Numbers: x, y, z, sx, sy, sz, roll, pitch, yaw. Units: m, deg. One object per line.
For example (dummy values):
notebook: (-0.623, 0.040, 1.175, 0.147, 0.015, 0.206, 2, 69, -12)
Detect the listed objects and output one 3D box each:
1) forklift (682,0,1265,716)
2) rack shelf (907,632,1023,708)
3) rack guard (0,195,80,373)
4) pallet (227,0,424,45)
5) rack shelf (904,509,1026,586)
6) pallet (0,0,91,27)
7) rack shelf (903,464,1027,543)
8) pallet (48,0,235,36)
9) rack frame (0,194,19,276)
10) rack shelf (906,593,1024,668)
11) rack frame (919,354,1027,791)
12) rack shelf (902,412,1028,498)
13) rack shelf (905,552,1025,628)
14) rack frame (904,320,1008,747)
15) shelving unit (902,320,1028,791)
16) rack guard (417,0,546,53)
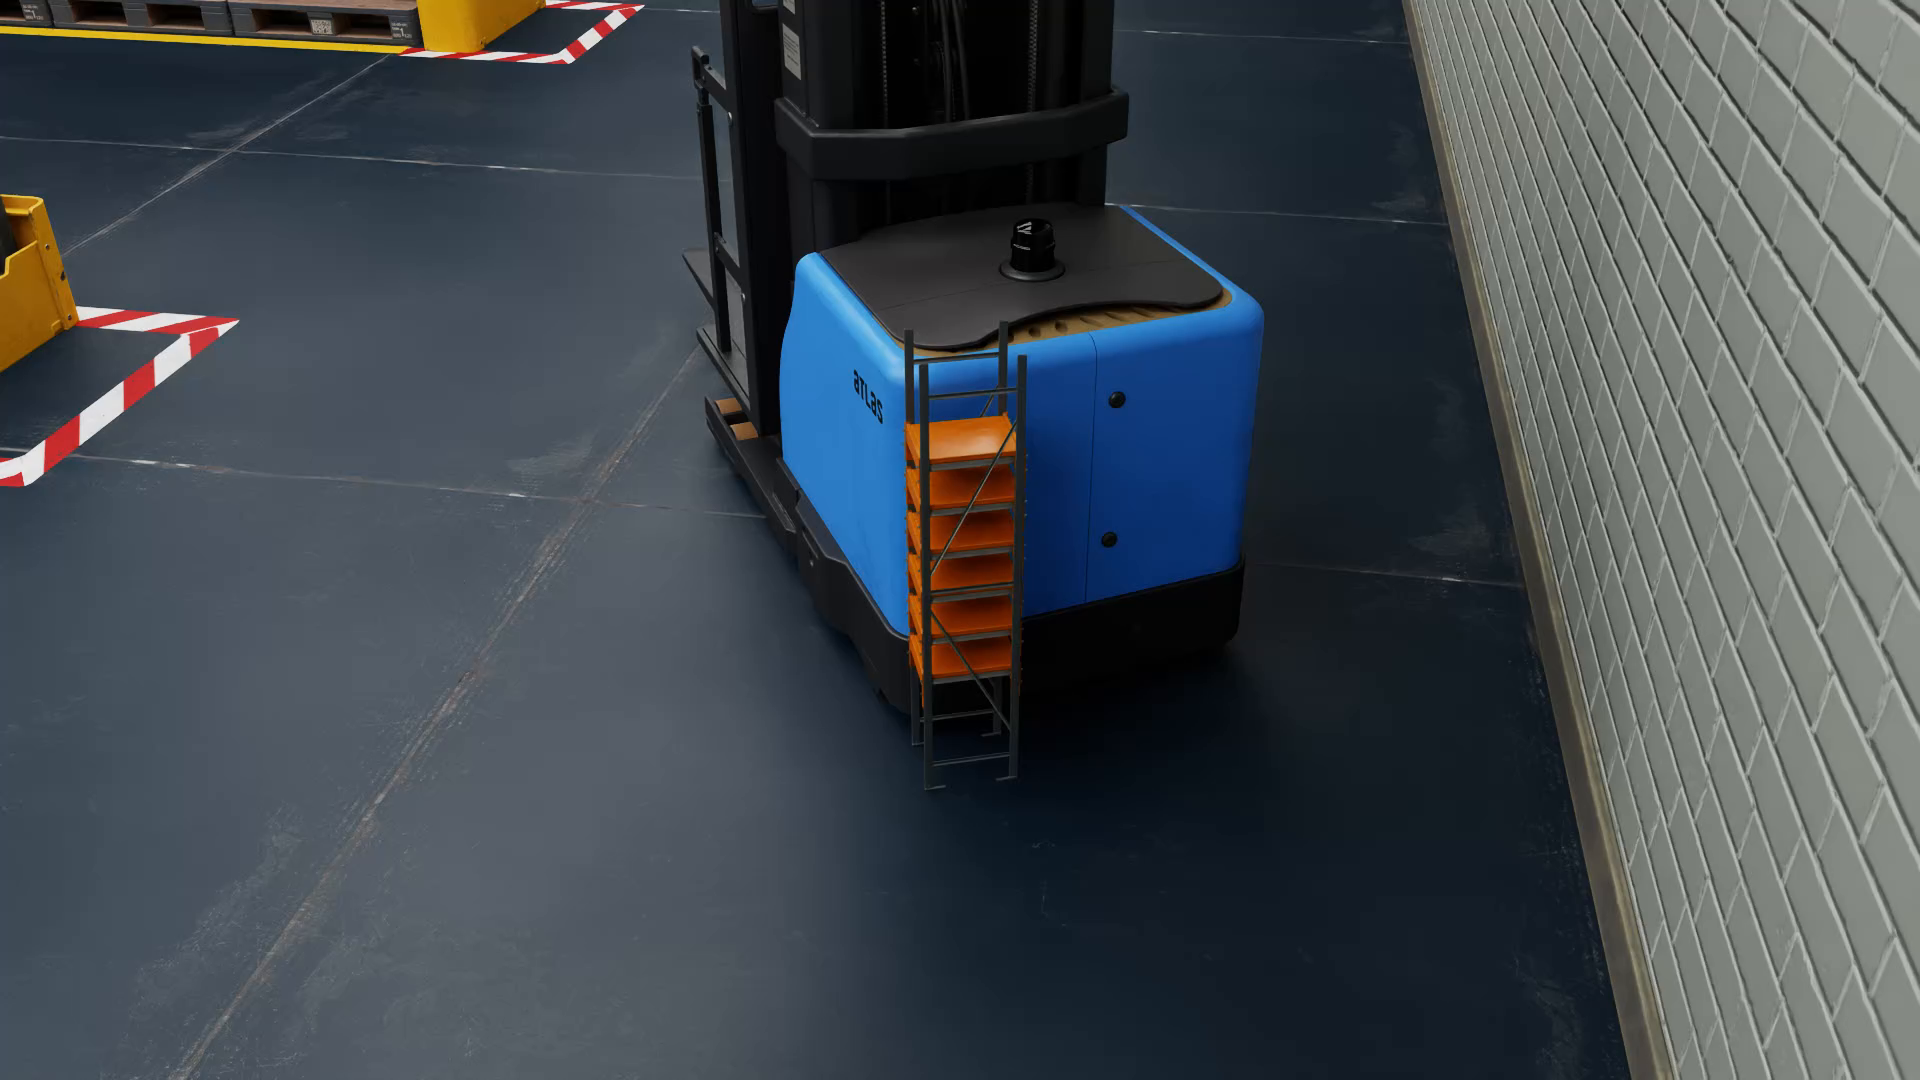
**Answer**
forklift: (-0.234, -1.548, 4.961, 1.130, 2.935, 3.031, -12, 34, -19)
rack shelf: (0.010, 0.310, 4.160, 0.258, 0.103, 0.180, -6, 33, -10)
rack guard: (-3.777, -0.817, 6.084, 0.348, 0.500, 1.175, 5, 32, 8)
pallet: (-3.774, -3.381, 10.452, 1.213, 0.211, 1.003, 5, 32, 8)
rack shelf: (0.010, 0.005, 3.969, 0.258, 0.103, 0.180, -6, 33, -10)
pallet: (-6.179, -3.599, 10.800, 1.213, 0.211, 1.003, 5, 32, 8)
rack shelf: (0.010, -0.097, 3.906, 0.258, 0.103, 0.180, -6, 33, -10)
pallet: (-4.973, -3.491, 10.628, 1.213, 0.211, 1.003, 5, 32, 8)
rack frame: (-3.800, -1.879, 5.424, 0.127, 3.000, 1.000, 5, 32, 8)
rack shelf: (0.010, 0.208, 4.097, 0.258, 0.103, 0.180, -6, 33, -10)
rack frame: (0.029, 0.116, 3.933, 0.240, 1.200, 0.006, -6, 33, -10)
rack shelf: (0.010, -0.199, 3.842, 0.258, 0.103, 0.180, -6, 33, -10)
rack shelf: (0.010, 0.106, 4.033, 0.258, 0.103, 0.180, -6, 33, -10)
rack frame: (-0.008, 0.021, 4.085, 0.240, 1.200, 0.006, -6, 33, -10)
shelving unit: (0.010, 0.069, 4.009, 0.258, 1.200, 0.189, -6, 33, -10)
rack guard: (-2.941, -3.414, 10.233, 0.348, 0.500, 1.175, 5, 32, 8)
